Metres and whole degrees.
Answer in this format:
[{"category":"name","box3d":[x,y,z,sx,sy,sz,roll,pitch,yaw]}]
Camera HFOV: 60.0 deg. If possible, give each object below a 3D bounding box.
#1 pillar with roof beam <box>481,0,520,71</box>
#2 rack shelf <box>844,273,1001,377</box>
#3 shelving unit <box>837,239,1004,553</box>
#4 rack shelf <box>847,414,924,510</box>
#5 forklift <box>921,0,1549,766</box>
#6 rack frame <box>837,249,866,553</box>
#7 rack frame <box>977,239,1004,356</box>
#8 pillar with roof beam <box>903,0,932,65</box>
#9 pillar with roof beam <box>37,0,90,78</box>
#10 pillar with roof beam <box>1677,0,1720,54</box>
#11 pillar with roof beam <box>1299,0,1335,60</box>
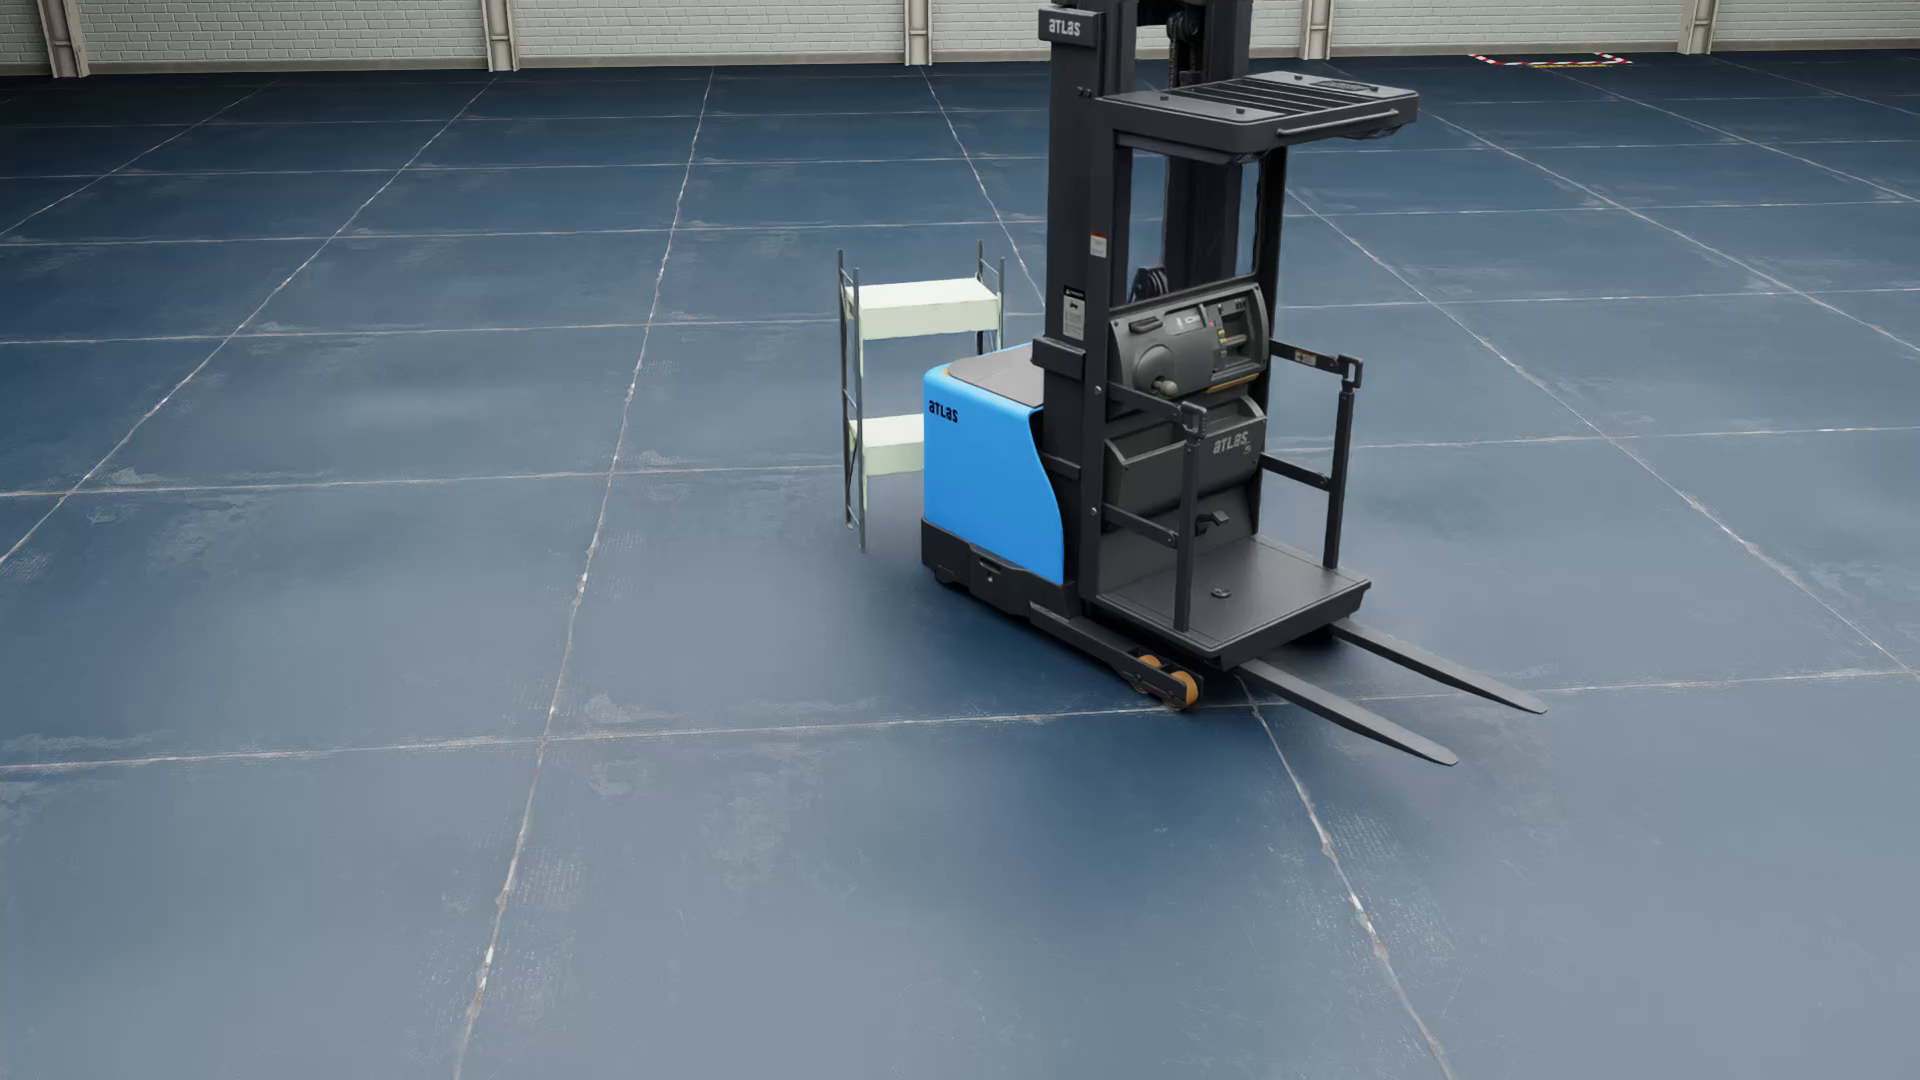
[{"category":"pillar with roof beam","box3d":[-6.169,-9.178,18.321,0.400,9.000,9.100,-2,24,-5]},{"category":"rack shelf","box3d":[-0.199,-1.094,8.404,0.720,0.370,0.431,-6,25,-14]},{"category":"shelving unit","box3d":[-0.199,-0.737,8.562,0.755,1.500,0.431,-6,25,-14]},{"category":"rack shelf","box3d":[-0.199,-0.439,8.695,0.720,0.370,0.431,-6,25,-14]},{"category":"forklift","box3d":[1.138,-0.841,7.034,1.130,2.935,3.031,-19,30,-36]},{"category":"rack frame","box3d":[-0.551,-0.697,8.472,0.023,1.500,0.400,-6,25,-14]},{"category":"rack frame","box3d":[0.154,-0.777,8.653,0.023,1.500,0.400,-6,25,-14]},{"category":"pillar with roof beam","box3d":[-0.198,-9.418,18.859,0.400,9.000,9.100,-2,24,-5]},{"category":"pillar with roof beam","box3d":[-12.140,-8.939,17.782,0.400,9.000,9.100,-2,24,-5]},{"category":"pillar with roof beam","box3d":[11.744,-9.897,19.937,0.400,9.000,9.100,-2,24,-5]},{"category":"pillar with roof beam","box3d":[5.773,-9.657,19.398,0.400,9.000,9.100,-2,24,-5]}]
